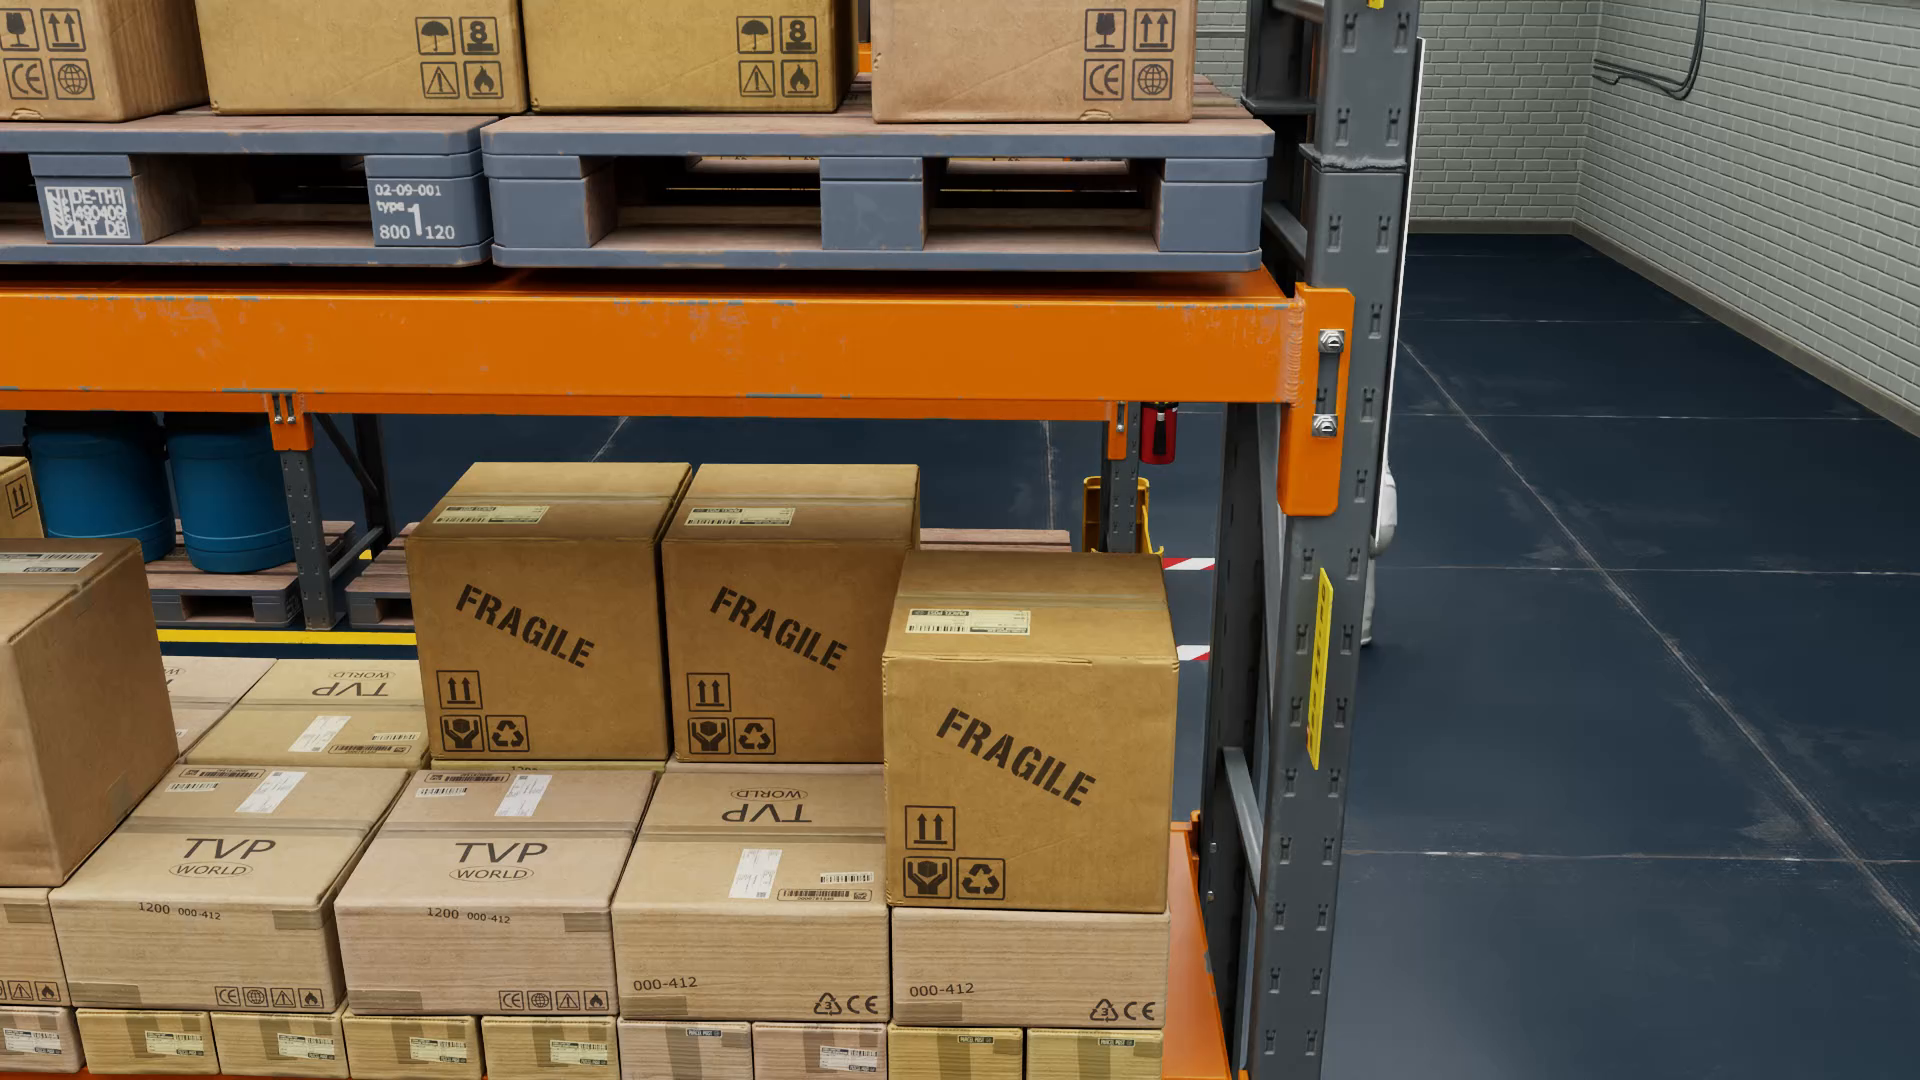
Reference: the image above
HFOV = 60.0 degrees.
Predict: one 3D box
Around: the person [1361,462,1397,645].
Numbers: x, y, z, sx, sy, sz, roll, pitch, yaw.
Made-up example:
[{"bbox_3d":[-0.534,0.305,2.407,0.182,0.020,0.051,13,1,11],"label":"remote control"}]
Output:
[{"bbox_3d":[1.787,-0.147,8.116,0.587,1.296,0.863,-2,21,-4],"label":"person"}]
